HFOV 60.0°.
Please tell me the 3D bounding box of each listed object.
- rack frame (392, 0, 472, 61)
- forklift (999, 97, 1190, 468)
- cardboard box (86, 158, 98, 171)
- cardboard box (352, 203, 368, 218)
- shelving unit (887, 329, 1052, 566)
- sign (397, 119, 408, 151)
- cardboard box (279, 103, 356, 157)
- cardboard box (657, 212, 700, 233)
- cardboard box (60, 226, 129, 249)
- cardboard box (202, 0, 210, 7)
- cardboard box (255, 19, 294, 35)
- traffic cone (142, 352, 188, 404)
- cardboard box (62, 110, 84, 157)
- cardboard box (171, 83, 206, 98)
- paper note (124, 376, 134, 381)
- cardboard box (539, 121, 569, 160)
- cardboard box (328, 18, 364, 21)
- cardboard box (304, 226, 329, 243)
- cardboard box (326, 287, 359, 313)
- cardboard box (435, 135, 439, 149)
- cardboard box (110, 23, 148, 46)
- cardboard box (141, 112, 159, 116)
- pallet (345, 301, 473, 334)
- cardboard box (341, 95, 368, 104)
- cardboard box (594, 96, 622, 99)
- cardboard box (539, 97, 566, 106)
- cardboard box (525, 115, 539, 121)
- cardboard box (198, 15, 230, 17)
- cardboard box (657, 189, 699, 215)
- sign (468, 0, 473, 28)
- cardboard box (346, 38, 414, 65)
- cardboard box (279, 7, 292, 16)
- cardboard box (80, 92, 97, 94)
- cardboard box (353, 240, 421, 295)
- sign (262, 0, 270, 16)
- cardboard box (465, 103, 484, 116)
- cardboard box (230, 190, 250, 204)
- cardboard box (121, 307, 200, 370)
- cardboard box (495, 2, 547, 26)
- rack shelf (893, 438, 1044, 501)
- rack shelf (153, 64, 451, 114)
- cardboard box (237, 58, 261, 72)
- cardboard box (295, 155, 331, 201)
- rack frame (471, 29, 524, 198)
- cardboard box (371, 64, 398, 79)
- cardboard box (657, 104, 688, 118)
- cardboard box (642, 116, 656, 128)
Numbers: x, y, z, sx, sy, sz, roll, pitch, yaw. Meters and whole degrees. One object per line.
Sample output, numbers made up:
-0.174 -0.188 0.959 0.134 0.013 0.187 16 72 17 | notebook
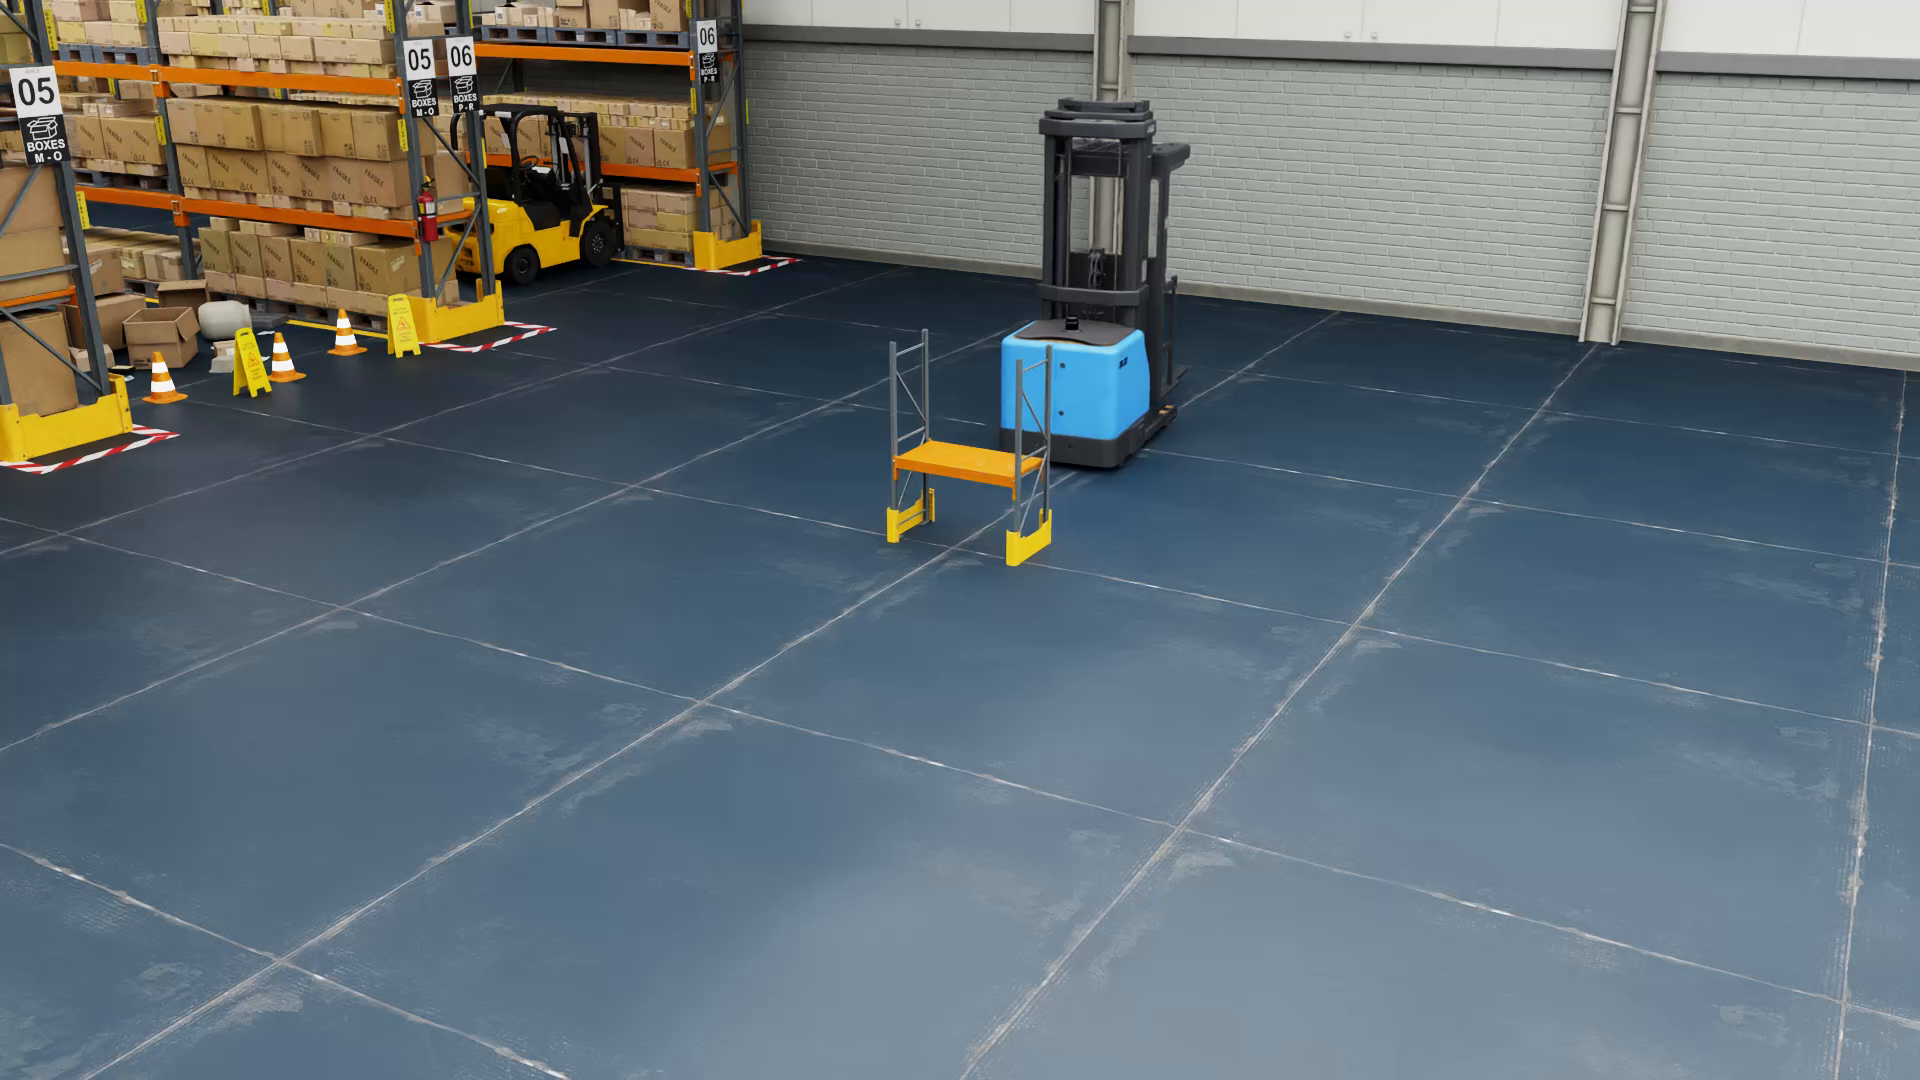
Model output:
-5.620 -6.581 17.310 0.127 3.000 1.000 11 23 27 | rack frame
1.363 -2.445 14.807 1.130 2.935 3.031 8 21 21 | forklift
-10.579 -4.682 20.627 0.250 0.149 0.380 11 23 27 | cardboard box
-6.539 -3.699 18.532 0.250 0.149 0.380 10 22 26 | cardboard box
0.067 -0.692 12.074 1.083 1.500 0.587 11 23 27 | shelving unit
-5.908 -4.292 17.636 0.005 0.325 0.100 11 23 27 | sign
-7.106 -4.578 18.538 0.500 0.500 0.700 10 22 27 | cardboard box
-3.780 -4.367 22.687 0.500 0.250 0.500 10 22 27 | cardboard box
-11.468 -3.836 21.779 0.625 0.372 0.950 10 22 26 | cardboard box
-11.542 -8.380 25.868 0.250 0.149 0.380 10 22 26 | cardboard box
-7.599 -5.709 18.505 0.250 0.149 0.380 11 23 28 | cardboard box
-7.717 -1.589 16.066 0.334 0.463 0.336 11 23 27 | traffic cone
-10.966 -5.075 20.759 0.500 0.500 0.500 10 22 25 | cardboard box
-12.228 -7.115 26.819 0.500 0.500 0.700 11 23 27 | cardboard box
-8.450 -1.633 16.824 0.144 0.017 0.142 -16 26 -38 | paper note
-5.529 -5.634 23.351 0.500 0.500 0.500 11 22 27 | cardboard box
-6.881 -5.789 18.725 0.250 0.149 0.380 11 23 29 | cardboard box
-7.247 -3.507 18.999 0.250 0.149 0.380 12 23 30 | cardboard box
-6.905 -2.808 19.124 0.500 0.250 0.500 11 23 27 | cardboard box
-7.704 -5.921 24.510 0.500 0.250 0.500 11 22 27 | cardboard box
-9.693 -6.017 19.759 0.500 0.250 0.500 10 22 26 | cardboard box
-9.819 -5.057 20.707 0.500 0.500 0.500 11 23 27 | cardboard box
-6.378 -2.608 19.245 1.213 0.211 1.003 11 23 27 | pallet
-9.113 -6.629 25.143 0.250 0.149 0.380 11 23 28 | cardboard box
-4.960 -6.159 23.411 0.250 0.149 0.380 12 23 29 | cardboard box
-5.647 -6.090 23.220 0.250 0.149 0.380 10 22 26 | cardboard box
-5.897 -5.984 23.365 0.250 0.149 0.380 11 23 28 | cardboard box
-8.729 -6.105 19.596 0.250 0.149 0.380 11 23 28 | cardboard box
-3.757 -4.597 22.591 0.500 0.250 0.500 12 23 29 | cardboard box
-5.355 -5.743 18.118 0.005 0.325 0.100 11 23 27 | sign
-6.198 -5.245 17.810 0.500 0.250 0.500 10 22 27 | cardboard box
-10.030 -7.966 25.107 0.250 0.166 0.380 11 23 27 | cardboard box
-14.870 -7.634 28.796 0.500 0.250 0.500 11 23 28 | cardboard box
-6.446 -3.074 18.756 0.500 0.500 0.500 11 23 28 | cardboard box
-10.453 -8.061 25.032 0.005 0.325 0.100 11 23 27 | sign
-7.101 -6.247 24.089 0.250 0.149 0.380 12 23 29 | cardboard box
-8.302 -4.047 19.490 0.250 0.149 0.380 12 23 29 | cardboard box
-8.388 -2.125 17.487 0.637 0.503 0.797 -4 20 -10 | cardboard box
-6.087 -7.306 23.076 0.500 0.311 0.500 11 23 28 | cardboard box
0.074 -0.522 12.132 1.000 0.185 0.538 11 23 27 | rack shelf
-7.366 -5.165 18.861 4.000 0.370 1.077 11 23 27 | rack shelf
-7.877 -5.352 18.691 0.250 0.149 0.380 10 22 26 | cardboard box
-7.098 -4.125 18.754 0.500 0.500 0.500 11 23 27 | cardboard box
-6.694 -5.904 24.243 0.127 3.000 1.000 11 23 27 | rack frame
-6.068 -5.029 17.799 0.250 0.149 0.380 11 23 28 | cardboard box
-3.848 -5.759 22.309 0.250 0.149 0.380 11 23 27 | cardboard box
-4.076 -5.660 22.472 0.250 0.149 0.380 11 23 28 | cardboard box
